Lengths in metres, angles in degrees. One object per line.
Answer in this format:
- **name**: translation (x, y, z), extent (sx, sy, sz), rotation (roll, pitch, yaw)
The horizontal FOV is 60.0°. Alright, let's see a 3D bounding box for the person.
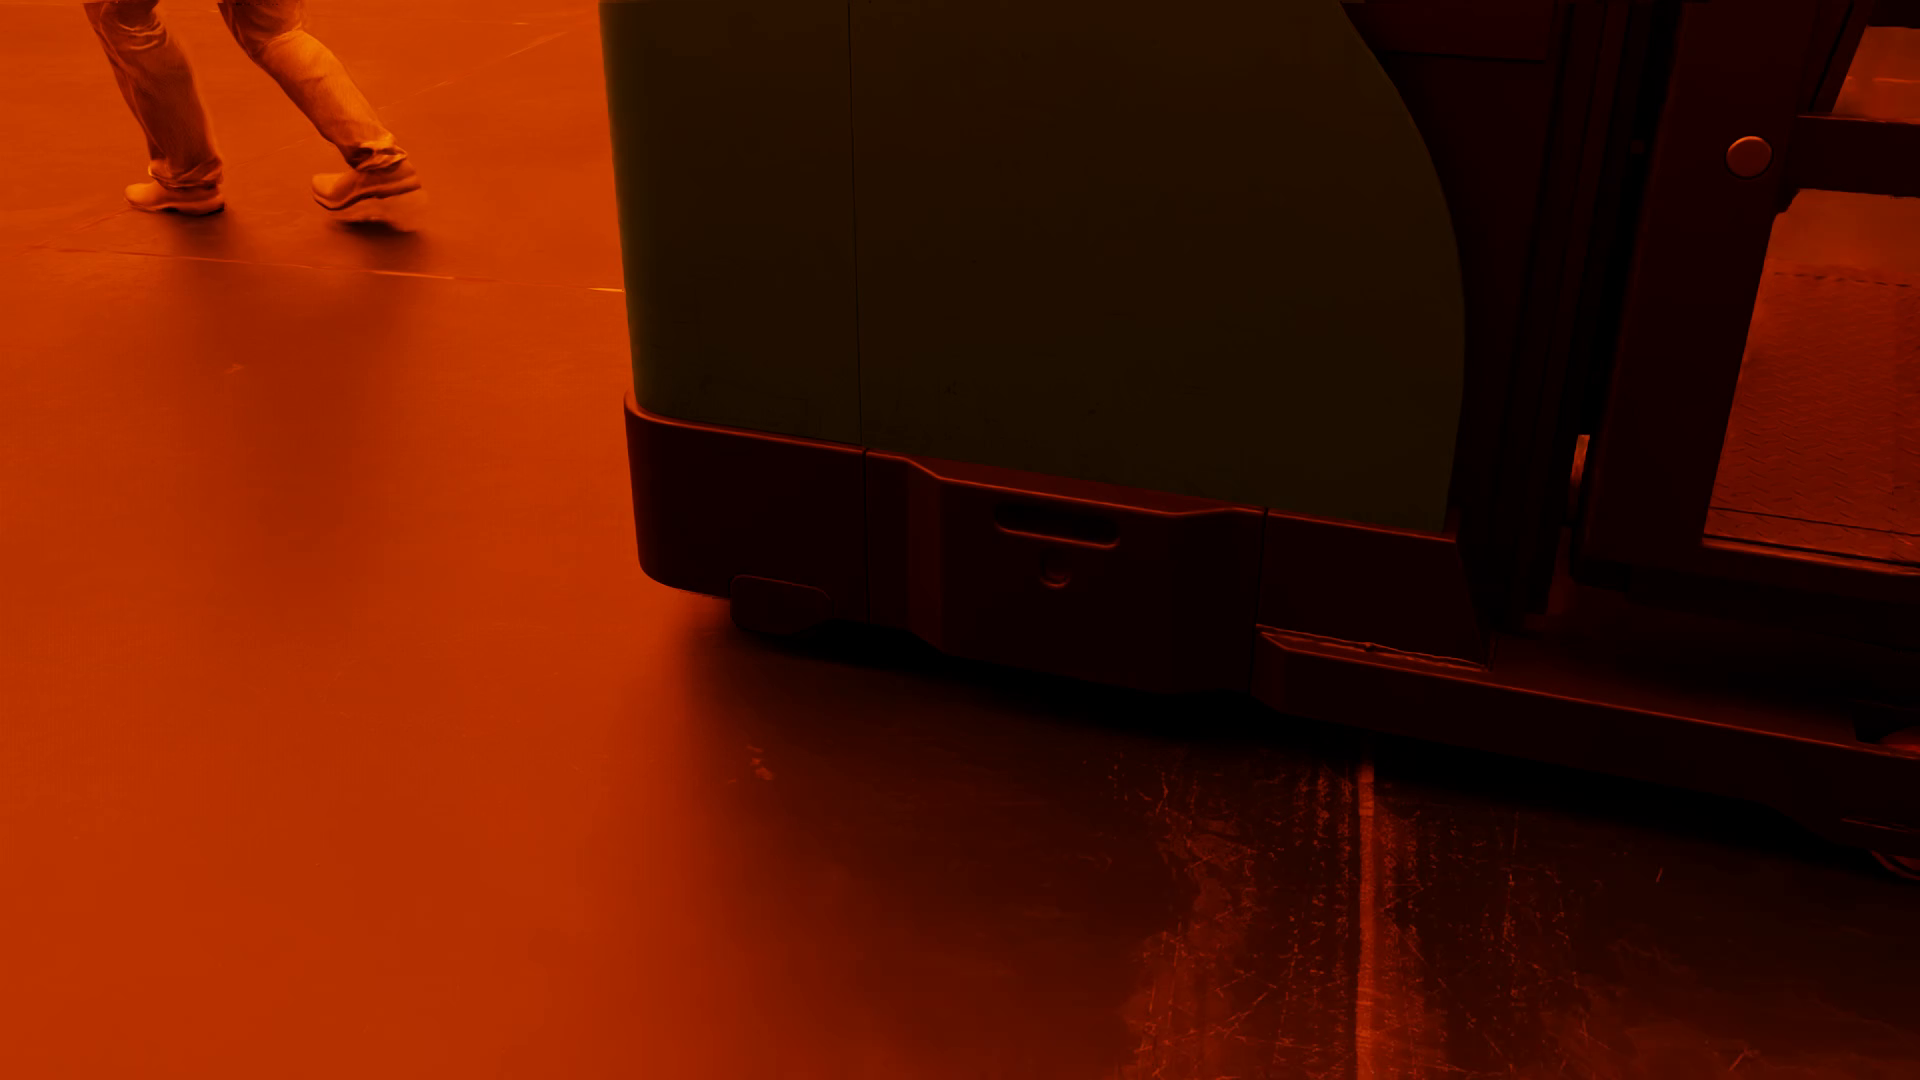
- **person**: translation (-1.674, -1.523, 3.686), extent (0.937, 1.679, 0.595), rotation (8, 28, 15)

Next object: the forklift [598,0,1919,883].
- **forklift**: translation (1.130, -1.182, 1.589), extent (3.031, 2.935, 1.130), rotation (9, 28, 18)
